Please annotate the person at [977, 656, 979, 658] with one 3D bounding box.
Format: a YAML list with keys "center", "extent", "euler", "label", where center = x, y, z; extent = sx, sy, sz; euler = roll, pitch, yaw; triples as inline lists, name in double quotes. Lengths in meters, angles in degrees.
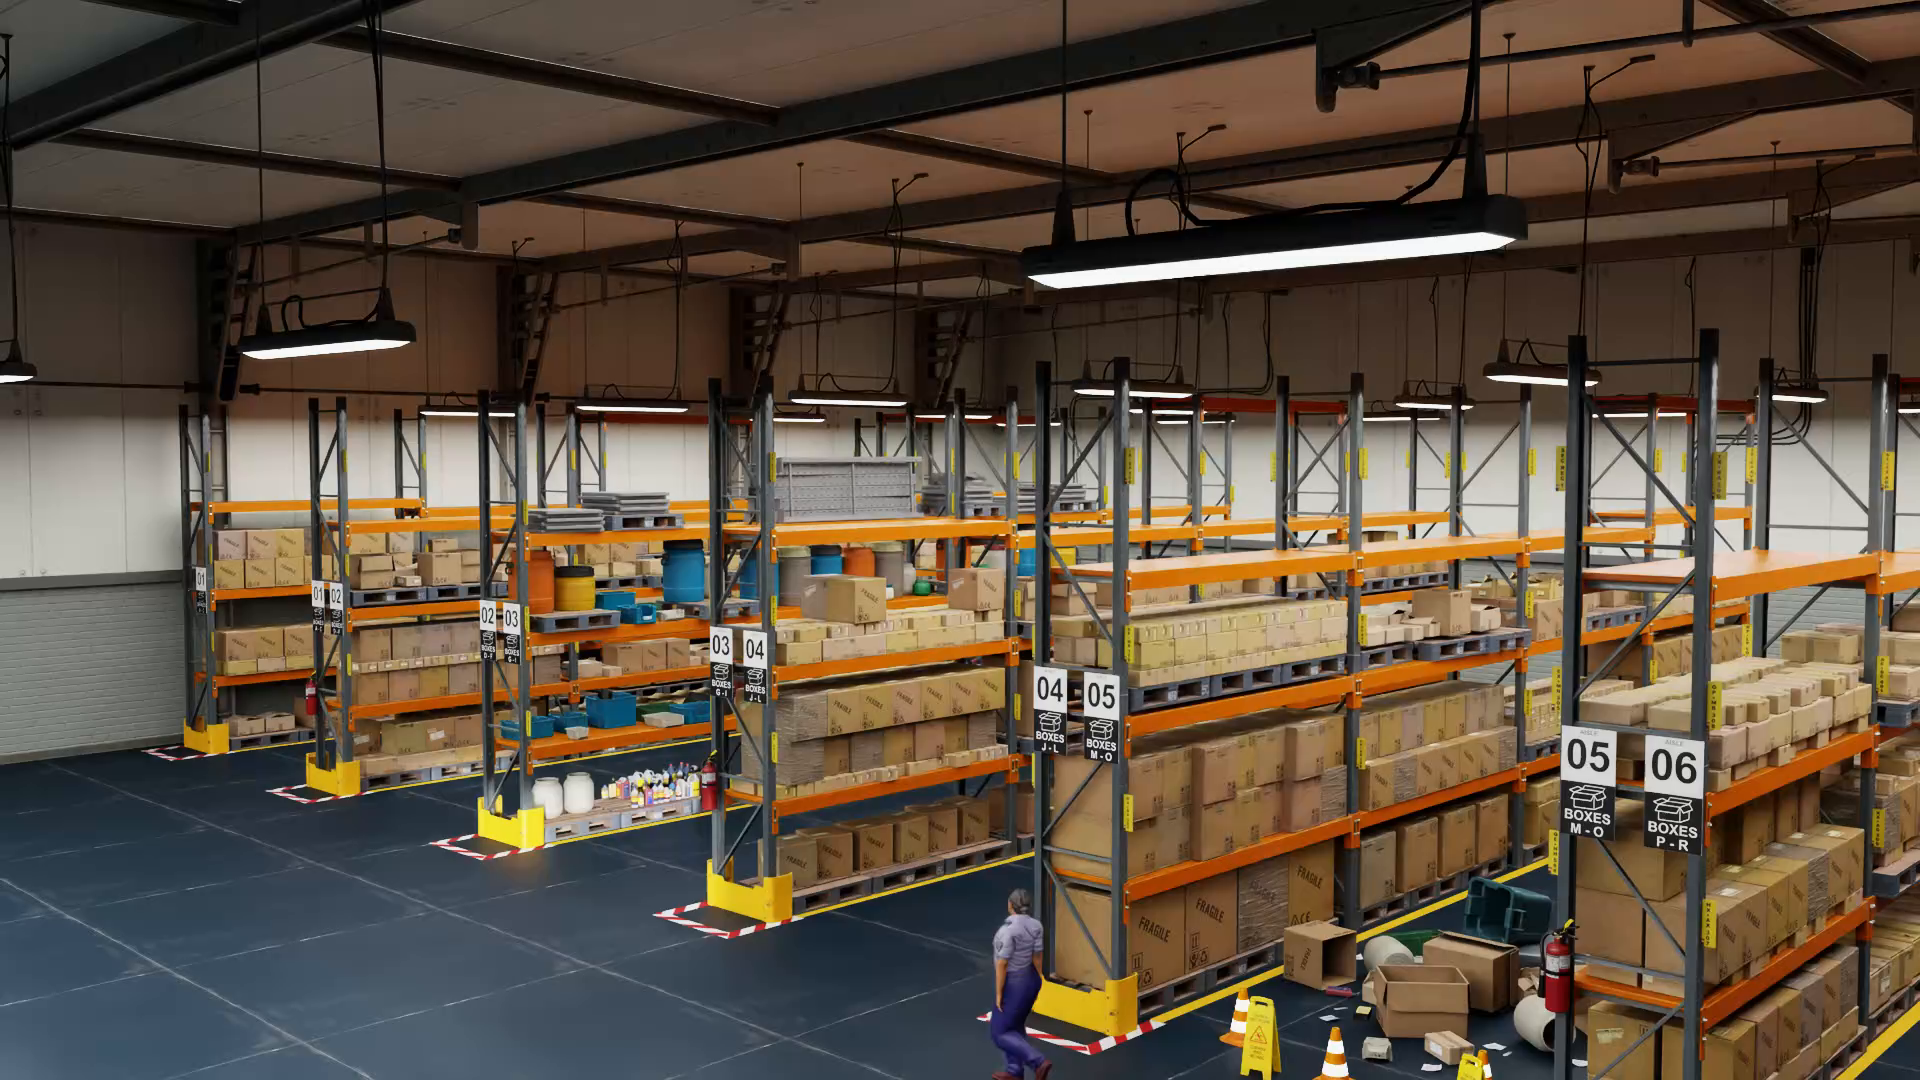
- center: [0.780, 2.210, 40.031]
  extent: [0.654, 1.717, 1.026]
  euler: [-1, 3, -26]
  label: "person"

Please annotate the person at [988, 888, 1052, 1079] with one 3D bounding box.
- center: [0.489, 3.625, 13.424]
  extent: [0.595, 1.636, 0.486]
  euler: [1, 3, 21]
  label: "person"
